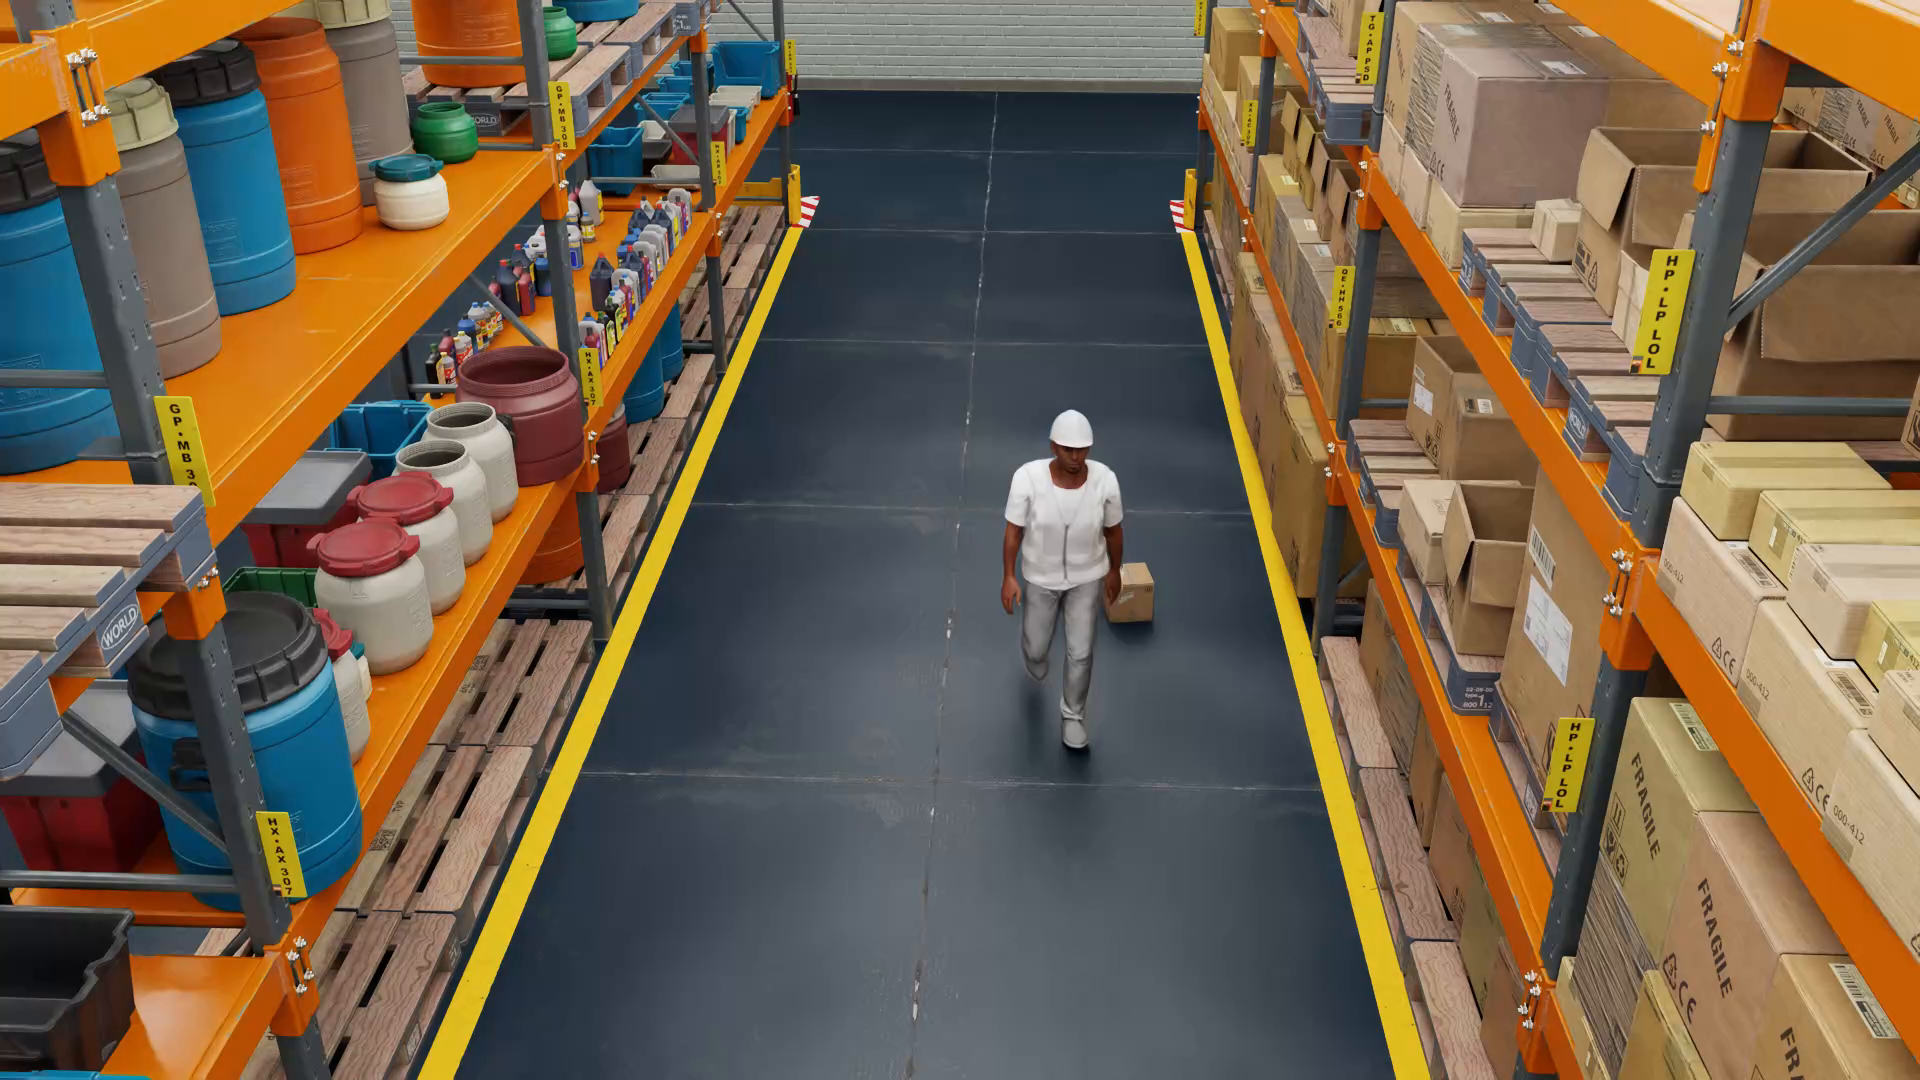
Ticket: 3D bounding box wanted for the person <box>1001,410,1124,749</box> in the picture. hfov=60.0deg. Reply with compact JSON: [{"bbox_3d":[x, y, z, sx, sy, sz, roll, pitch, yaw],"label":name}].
[{"bbox_3d":[0.509,0.142,8.302,0.611,1.746,0.721,0,28,1],"label":"person"}]
